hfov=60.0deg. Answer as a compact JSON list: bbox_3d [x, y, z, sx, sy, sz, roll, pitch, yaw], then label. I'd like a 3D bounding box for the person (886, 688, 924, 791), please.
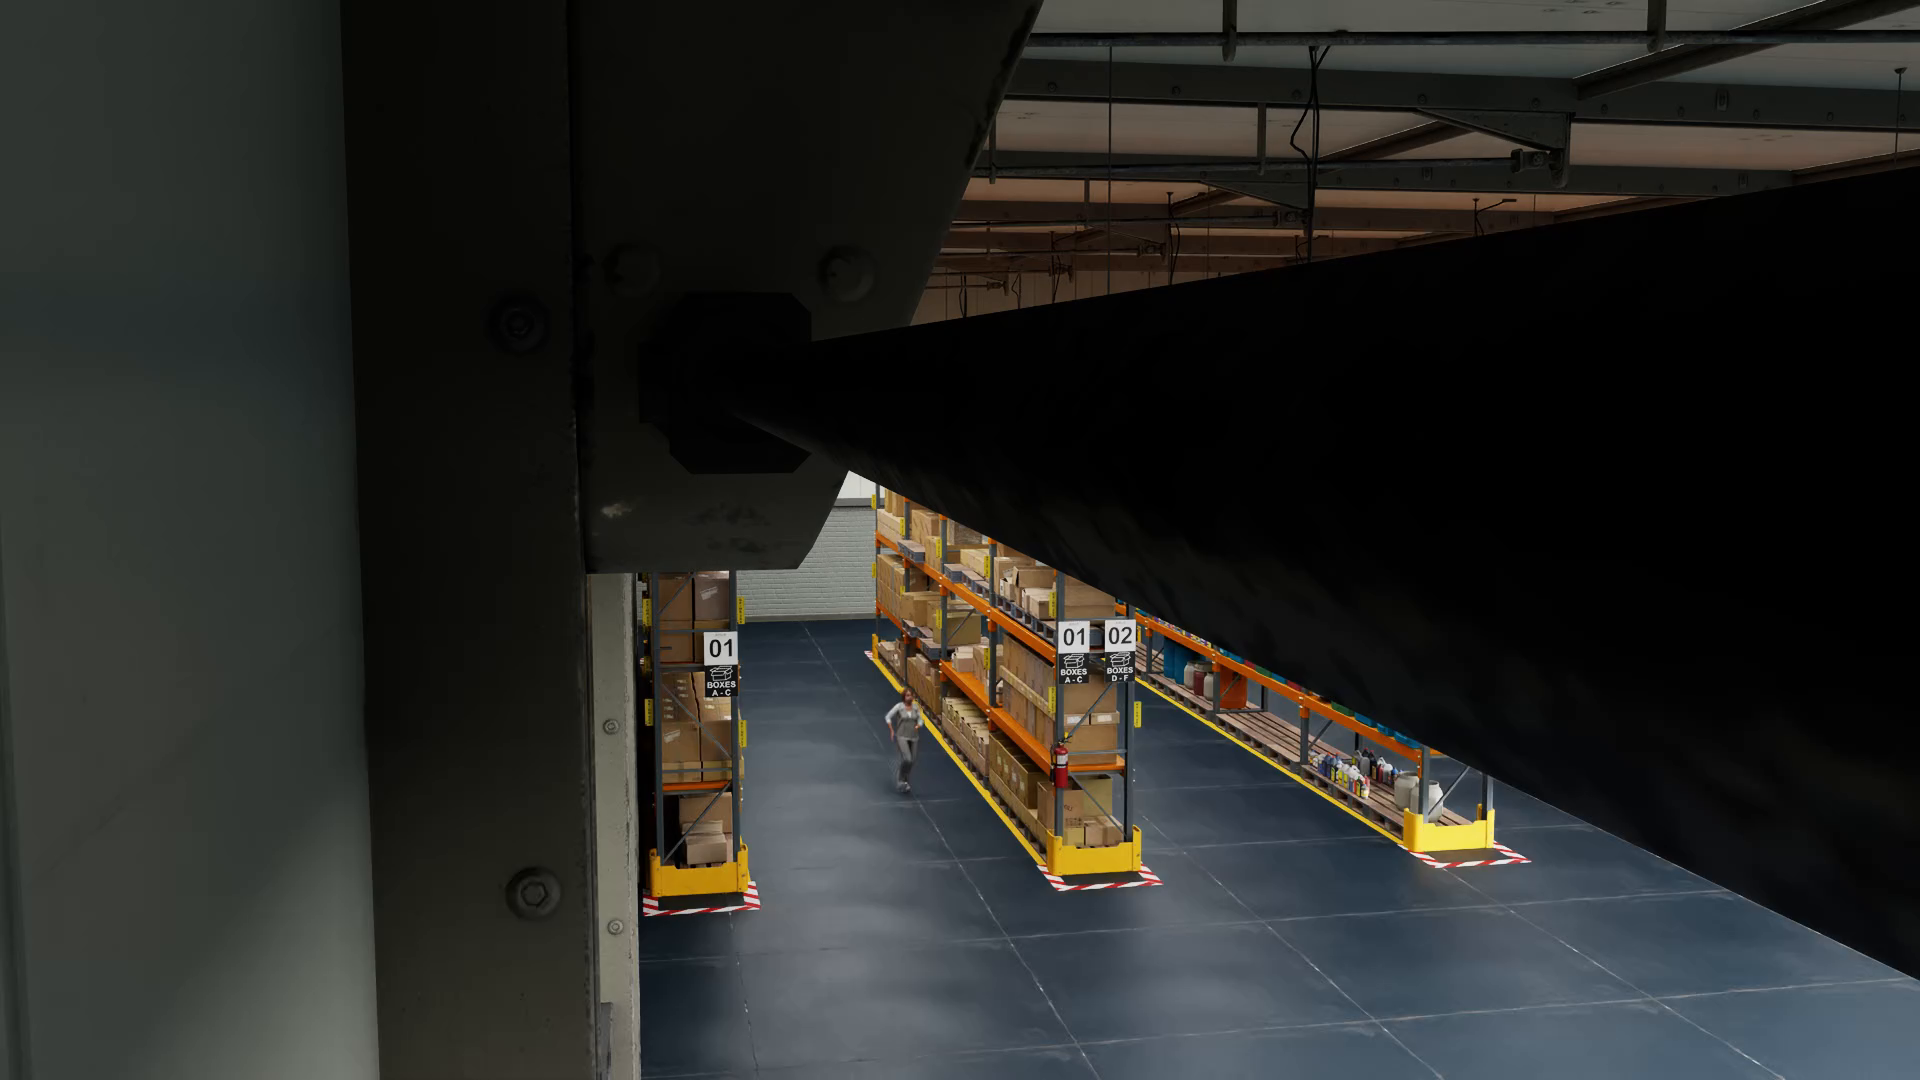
[{"bbox_3d":[-0.789,2.986,24.827,0.511,1.562,0.633,-3,6,-24],"label":"person"}]
